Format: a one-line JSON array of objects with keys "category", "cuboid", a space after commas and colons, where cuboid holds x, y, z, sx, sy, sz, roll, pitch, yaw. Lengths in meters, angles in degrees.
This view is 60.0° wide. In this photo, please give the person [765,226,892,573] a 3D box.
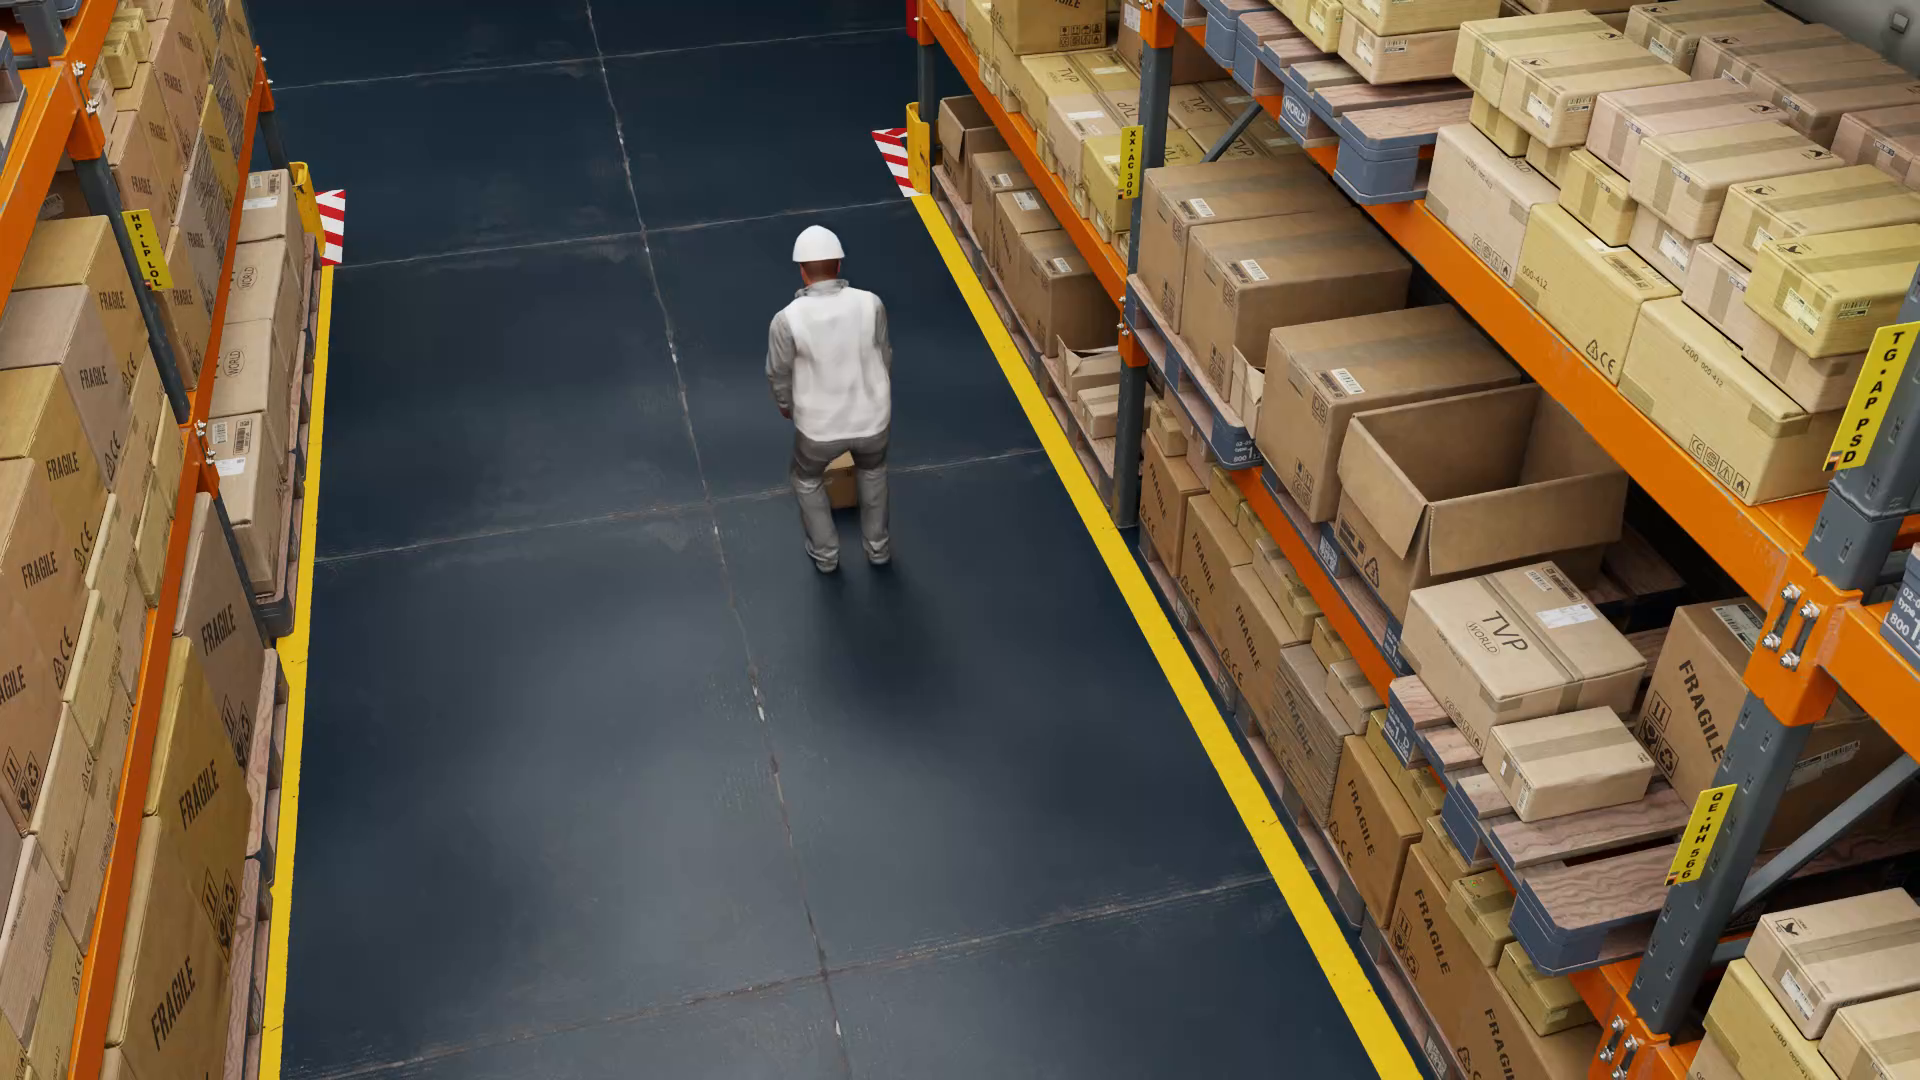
[{"category": "person", "cuboid": [-0.581, -0.600, 7.559, 0.574, 1.665, 0.559, -9, 39, -11]}]
